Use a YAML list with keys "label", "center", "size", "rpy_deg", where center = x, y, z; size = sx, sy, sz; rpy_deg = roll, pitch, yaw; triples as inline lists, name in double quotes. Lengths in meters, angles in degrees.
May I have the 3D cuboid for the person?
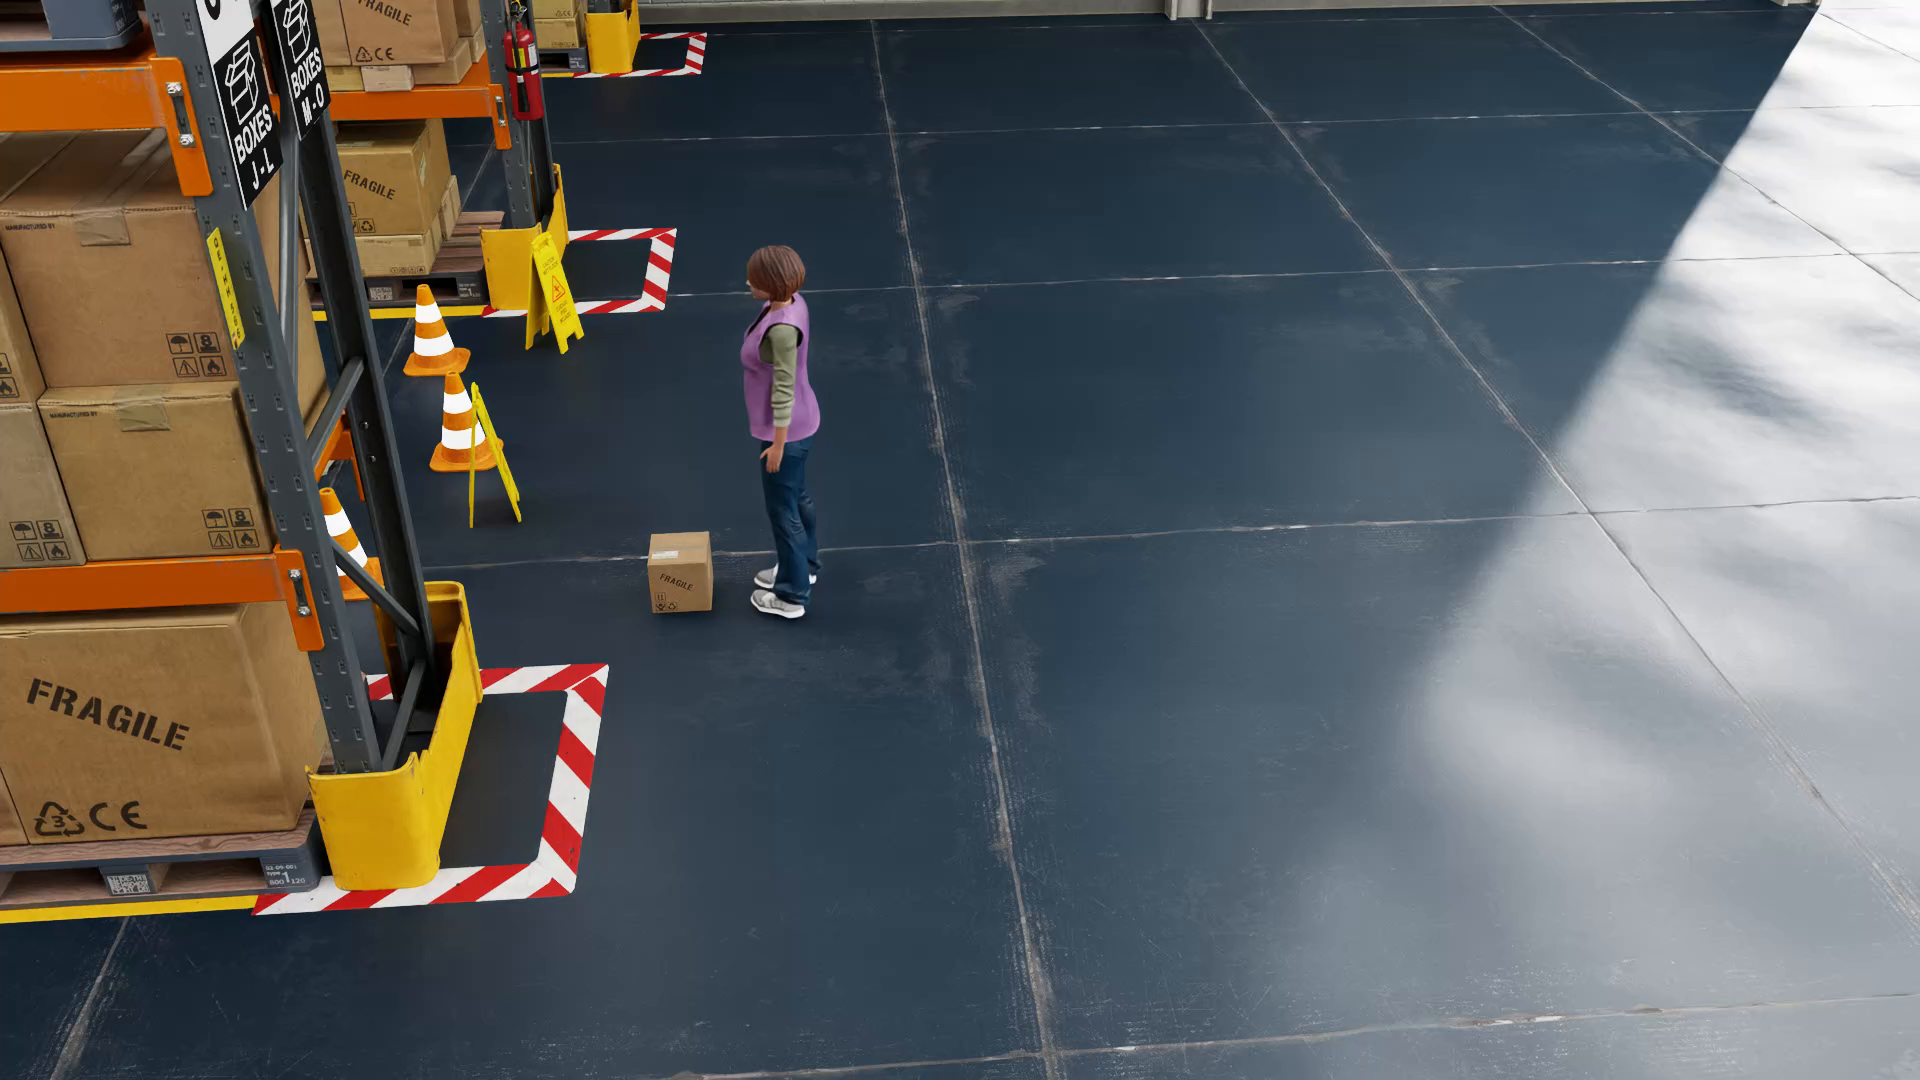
- label: "person"
  center: [-0.741, -0.455, 6.869]
  size: [0.327, 1.601, 0.477]
  rpy_deg: [0, 32, -1]
